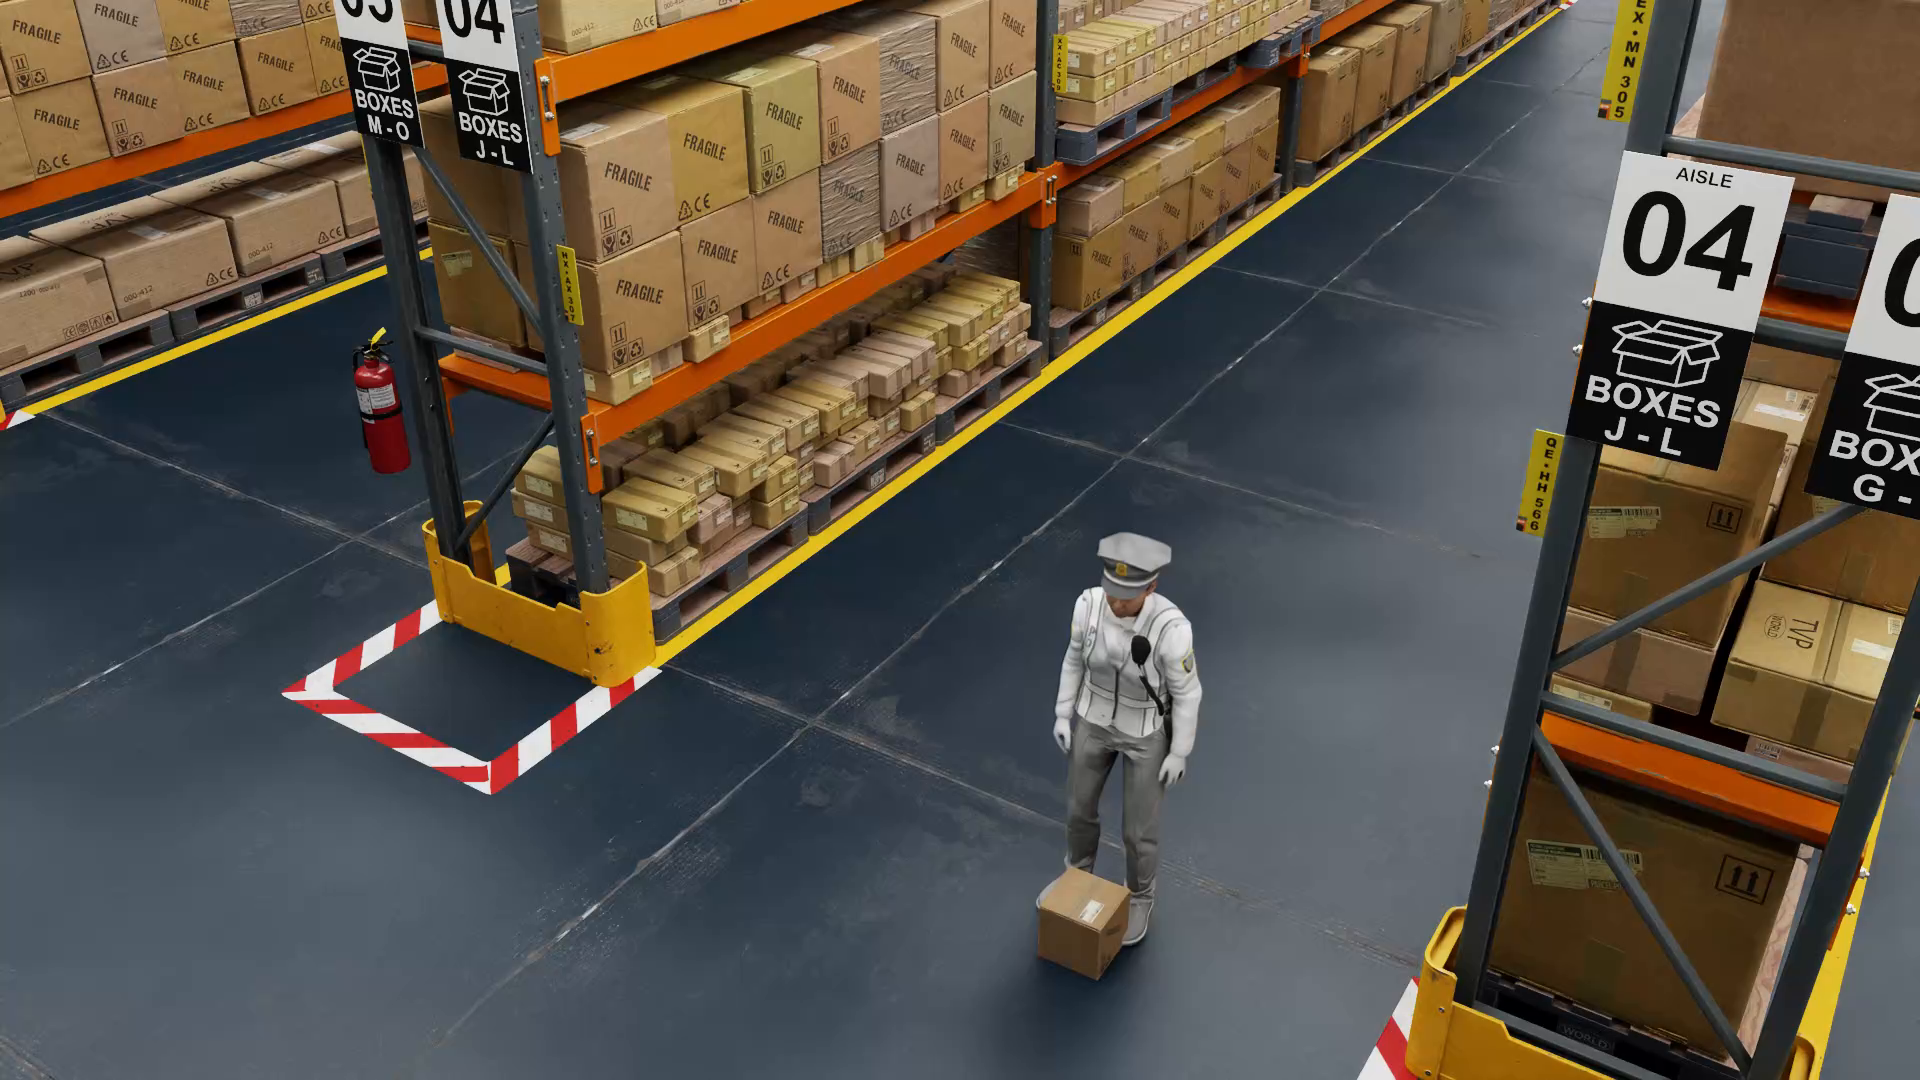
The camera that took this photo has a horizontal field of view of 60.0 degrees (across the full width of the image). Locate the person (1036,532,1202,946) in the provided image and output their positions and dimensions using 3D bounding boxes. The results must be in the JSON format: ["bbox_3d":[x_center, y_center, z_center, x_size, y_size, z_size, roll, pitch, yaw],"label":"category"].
[{"bbox_3d":[0.581,0.698,5.952,0.529,1.662,0.375,16,34,25],"label":"person"}]
